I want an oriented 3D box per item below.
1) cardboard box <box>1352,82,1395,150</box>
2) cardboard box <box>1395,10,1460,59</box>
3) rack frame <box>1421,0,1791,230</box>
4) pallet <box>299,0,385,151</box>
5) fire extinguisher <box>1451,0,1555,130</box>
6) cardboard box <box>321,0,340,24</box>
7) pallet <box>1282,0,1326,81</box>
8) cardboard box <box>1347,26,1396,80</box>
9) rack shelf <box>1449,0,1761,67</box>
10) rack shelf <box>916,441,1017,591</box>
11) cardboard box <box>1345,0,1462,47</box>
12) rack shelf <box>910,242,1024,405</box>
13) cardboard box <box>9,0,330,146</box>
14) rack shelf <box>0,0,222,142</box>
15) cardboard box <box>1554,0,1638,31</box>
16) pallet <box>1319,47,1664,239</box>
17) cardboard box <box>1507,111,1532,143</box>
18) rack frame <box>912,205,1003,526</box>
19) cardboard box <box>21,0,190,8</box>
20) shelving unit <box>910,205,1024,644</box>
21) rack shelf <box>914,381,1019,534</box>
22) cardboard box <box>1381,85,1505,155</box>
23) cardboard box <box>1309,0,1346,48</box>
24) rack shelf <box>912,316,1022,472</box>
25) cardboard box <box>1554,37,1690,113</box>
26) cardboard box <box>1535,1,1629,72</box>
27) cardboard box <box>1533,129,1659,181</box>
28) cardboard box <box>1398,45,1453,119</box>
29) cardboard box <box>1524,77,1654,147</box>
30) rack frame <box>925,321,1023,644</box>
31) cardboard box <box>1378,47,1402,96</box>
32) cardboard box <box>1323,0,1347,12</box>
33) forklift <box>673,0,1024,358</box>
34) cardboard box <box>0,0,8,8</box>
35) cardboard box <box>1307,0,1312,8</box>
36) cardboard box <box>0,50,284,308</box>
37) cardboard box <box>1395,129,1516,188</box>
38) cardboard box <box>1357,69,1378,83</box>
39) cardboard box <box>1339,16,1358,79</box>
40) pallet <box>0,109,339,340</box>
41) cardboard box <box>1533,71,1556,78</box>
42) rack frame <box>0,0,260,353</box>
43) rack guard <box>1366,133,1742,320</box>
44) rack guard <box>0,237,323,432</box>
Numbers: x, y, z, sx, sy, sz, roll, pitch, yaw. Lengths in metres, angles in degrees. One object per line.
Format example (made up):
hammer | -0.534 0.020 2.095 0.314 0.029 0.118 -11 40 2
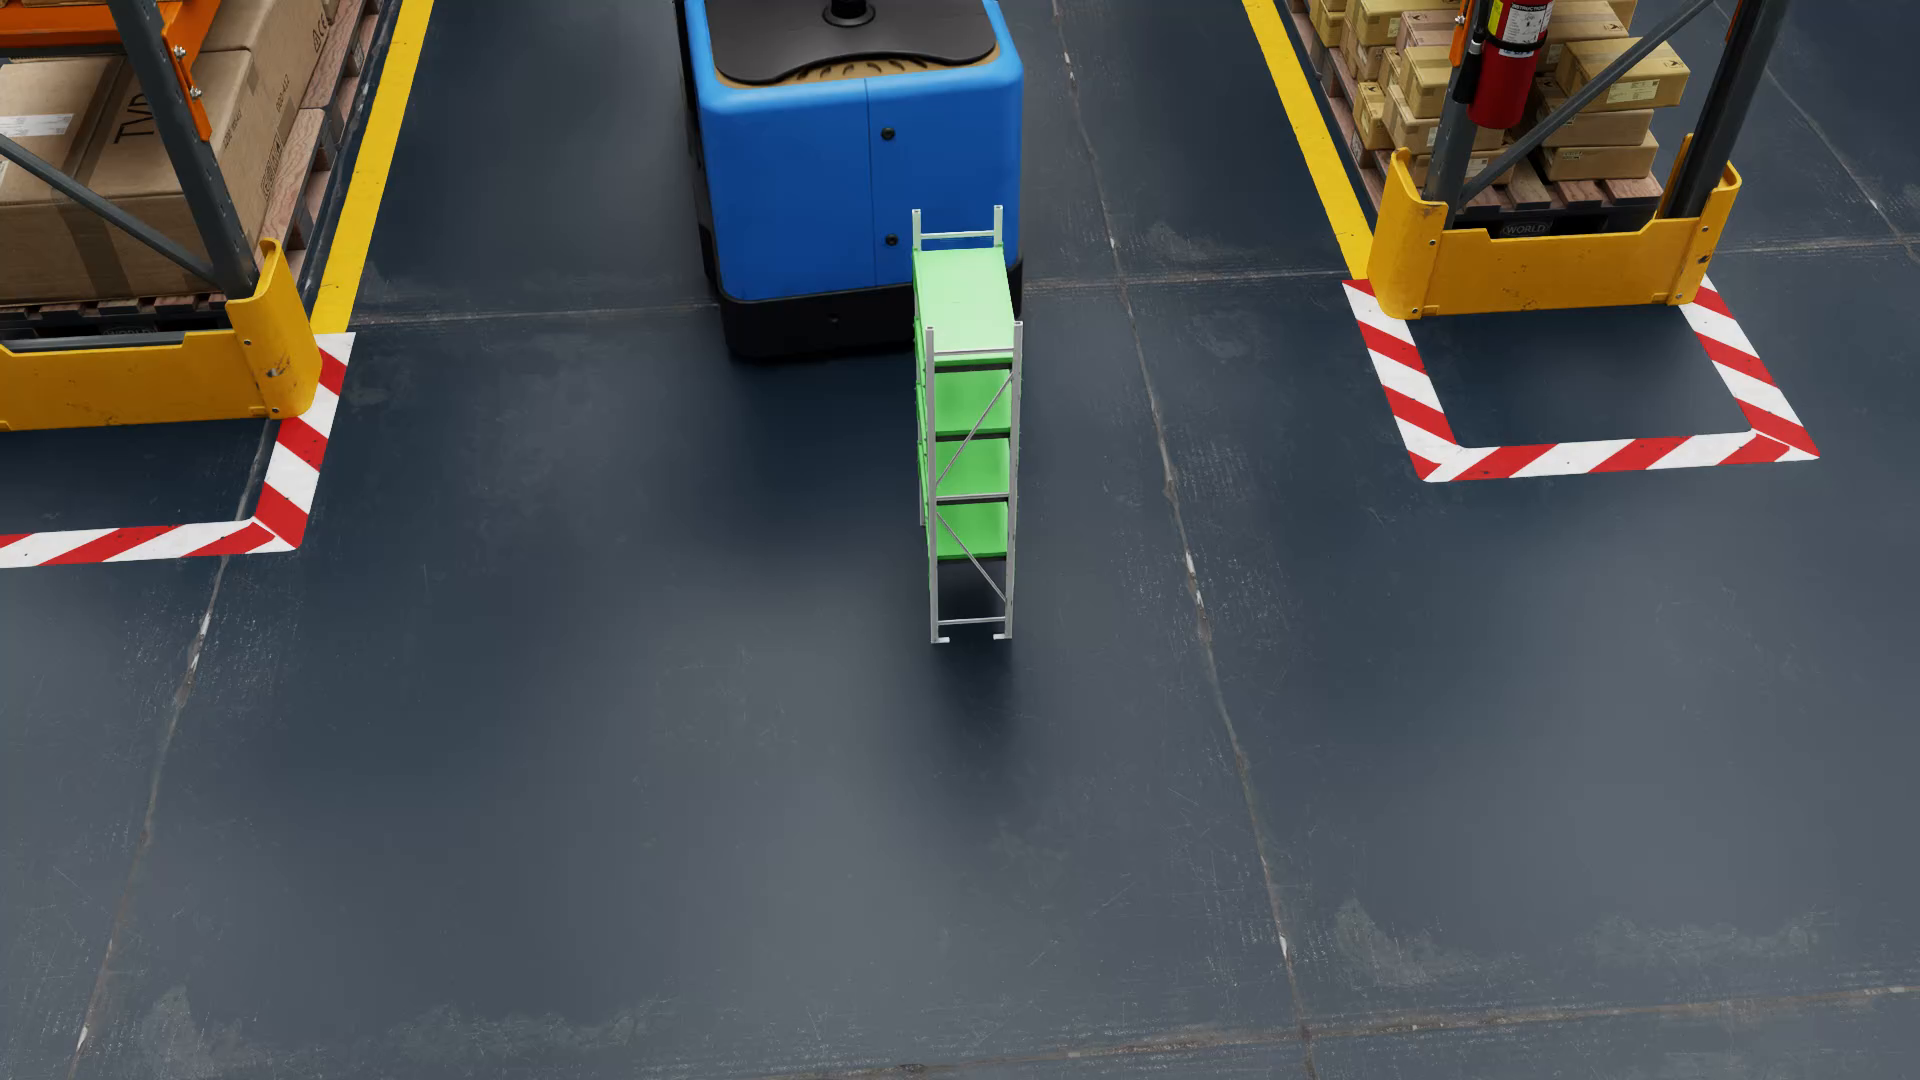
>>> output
cardboard box | 1.738 -1.640 6.411 0.380 0.149 0.250 -2 47 -2
cardboard box | 1.851 -1.849 6.200 0.380 0.149 0.250 -3 47 -3
rack frame | 2.112 -1.927 5.010 1.000 3.000 0.127 -3 47 -3
pallet | -3.056 -2.049 7.045 1.003 0.211 1.213 -3 47 -3
fire extinguisher | 1.673 -1.562 4.974 0.296 0.674 0.183 -3 47 -3
cardboard box | -3.126 -2.602 7.124 0.875 0.438 0.875 -5 47 -4
pallet | 1.974 -2.494 7.467 1.003 0.211 1.213 -3 47 -3
cardboard box | 1.738 -1.934 6.485 0.380 0.149 0.250 -5 47 -5
rack shelf | 1.945 -3.127 6.641 1.077 0.370 4.000 -3 47 -3
rack shelf | 0.014 -0.084 4.922 0.258 0.148 0.480 -3 47 -3
cardboard box | 1.703 -2.029 6.370 0.380 0.149 0.250 -4 47 -4
rack shelf | 0.014 -0.579 4.399 0.258 0.148 0.480 -3 47 -3
cardboard box | -3.052 -1.950 6.506 0.875 0.438 0.875 -2 47 -2
rack shelf | -2.980 -2.753 6.287 1.077 0.370 4.000 -3 47 -3
cardboard box | 2.370 -2.078 6.417 0.380 0.149 0.250 -4 47 -3
pallet | 2.073 -1.614 6.633 1.003 0.211 1.213 -3 47 -3
cardboard box | 2.284 -1.674 6.444 0.380 0.149 0.250 -4 47 -3
rack frame | -0.007 -0.469 4.868 0.240 1.200 0.015 -3 47 -3
cardboard box | -2.566 -1.953 4.964 0.500 0.500 0.500 -4 47 -4
shelving unit | 0.014 -0.293 4.701 0.258 1.200 0.503 -3 47 -3
rack shelf | 0.014 -0.249 4.747 0.258 0.148 0.480 -3 47 -3
cardboard box | 1.783 -1.558 6.129 0.380 0.149 0.250 -5 47 -4
cardboard box | 1.684 -2.195 6.937 0.380 0.149 0.250 -5 47 -5
rack shelf | 0.014 -0.414 4.573 0.258 0.148 0.480 -3 47 -3
cardboard box | 2.407 -1.696 6.055 0.380 0.149 0.250 -5 47 -5
cardboard box | 2.264 -1.888 6.237 0.380 0.149 0.250 -3 47 -3
cardboard box | 2.387 -1.490 6.270 0.380 0.149 0.250 -3 47 -2
cardboard box | 1.815 -1.664 6.024 0.380 0.149 0.250 -3 47 -3
cardboard box | 2.324 -1.589 6.158 0.380 0.149 0.250 -2 47 -2
rack frame | 0.034 -0.116 4.534 0.240 1.200 0.015 -3 47 -3
cardboard box | 1.815 -1.751 6.312 0.380 0.149 0.250 -4 47 -4
cardboard box | 1.682 -2.308 6.839 0.380 0.149 0.250 -3 47 -3
forklift | -0.563 -2.725 5.812 1.130 2.935 3.031 -8 47 -7
cardboard box | -3.116 -1.921 4.934 0.500 0.500 0.500 -3 47 -3
cardboard box | 1.681 -2.394 7.125 0.380 0.149 0.250 -3 47 -3
cardboard box | -2.967 -1.288 5.880 0.875 0.438 0.875 -5 47 -5
cardboard box | 1.860 -1.460 6.241 0.380 0.149 0.250 -3 47 -3
cardboard box | 1.801 -1.836 6.597 0.380 0.149 0.250 -4 47 -3
cardboard box | 1.768 -2.014 6.766 0.380 0.149 0.250 -3 47 -3
pallet | -2.957 -1.168 6.211 1.003 0.211 1.213 -3 47 -3
cardboard box | 2.357 -1.790 6.349 0.380 0.149 0.250 -4 47 -3
rack frame | -2.812 -1.553 4.655 1.000 3.000 0.127 -3 47 -3
rack guard | 2.106 -1.123 5.969 1.175 0.500 0.348 -3 47 -3
rack guard | -2.810 -0.677 5.546 1.175 0.500 0.348 -3 47 -3
